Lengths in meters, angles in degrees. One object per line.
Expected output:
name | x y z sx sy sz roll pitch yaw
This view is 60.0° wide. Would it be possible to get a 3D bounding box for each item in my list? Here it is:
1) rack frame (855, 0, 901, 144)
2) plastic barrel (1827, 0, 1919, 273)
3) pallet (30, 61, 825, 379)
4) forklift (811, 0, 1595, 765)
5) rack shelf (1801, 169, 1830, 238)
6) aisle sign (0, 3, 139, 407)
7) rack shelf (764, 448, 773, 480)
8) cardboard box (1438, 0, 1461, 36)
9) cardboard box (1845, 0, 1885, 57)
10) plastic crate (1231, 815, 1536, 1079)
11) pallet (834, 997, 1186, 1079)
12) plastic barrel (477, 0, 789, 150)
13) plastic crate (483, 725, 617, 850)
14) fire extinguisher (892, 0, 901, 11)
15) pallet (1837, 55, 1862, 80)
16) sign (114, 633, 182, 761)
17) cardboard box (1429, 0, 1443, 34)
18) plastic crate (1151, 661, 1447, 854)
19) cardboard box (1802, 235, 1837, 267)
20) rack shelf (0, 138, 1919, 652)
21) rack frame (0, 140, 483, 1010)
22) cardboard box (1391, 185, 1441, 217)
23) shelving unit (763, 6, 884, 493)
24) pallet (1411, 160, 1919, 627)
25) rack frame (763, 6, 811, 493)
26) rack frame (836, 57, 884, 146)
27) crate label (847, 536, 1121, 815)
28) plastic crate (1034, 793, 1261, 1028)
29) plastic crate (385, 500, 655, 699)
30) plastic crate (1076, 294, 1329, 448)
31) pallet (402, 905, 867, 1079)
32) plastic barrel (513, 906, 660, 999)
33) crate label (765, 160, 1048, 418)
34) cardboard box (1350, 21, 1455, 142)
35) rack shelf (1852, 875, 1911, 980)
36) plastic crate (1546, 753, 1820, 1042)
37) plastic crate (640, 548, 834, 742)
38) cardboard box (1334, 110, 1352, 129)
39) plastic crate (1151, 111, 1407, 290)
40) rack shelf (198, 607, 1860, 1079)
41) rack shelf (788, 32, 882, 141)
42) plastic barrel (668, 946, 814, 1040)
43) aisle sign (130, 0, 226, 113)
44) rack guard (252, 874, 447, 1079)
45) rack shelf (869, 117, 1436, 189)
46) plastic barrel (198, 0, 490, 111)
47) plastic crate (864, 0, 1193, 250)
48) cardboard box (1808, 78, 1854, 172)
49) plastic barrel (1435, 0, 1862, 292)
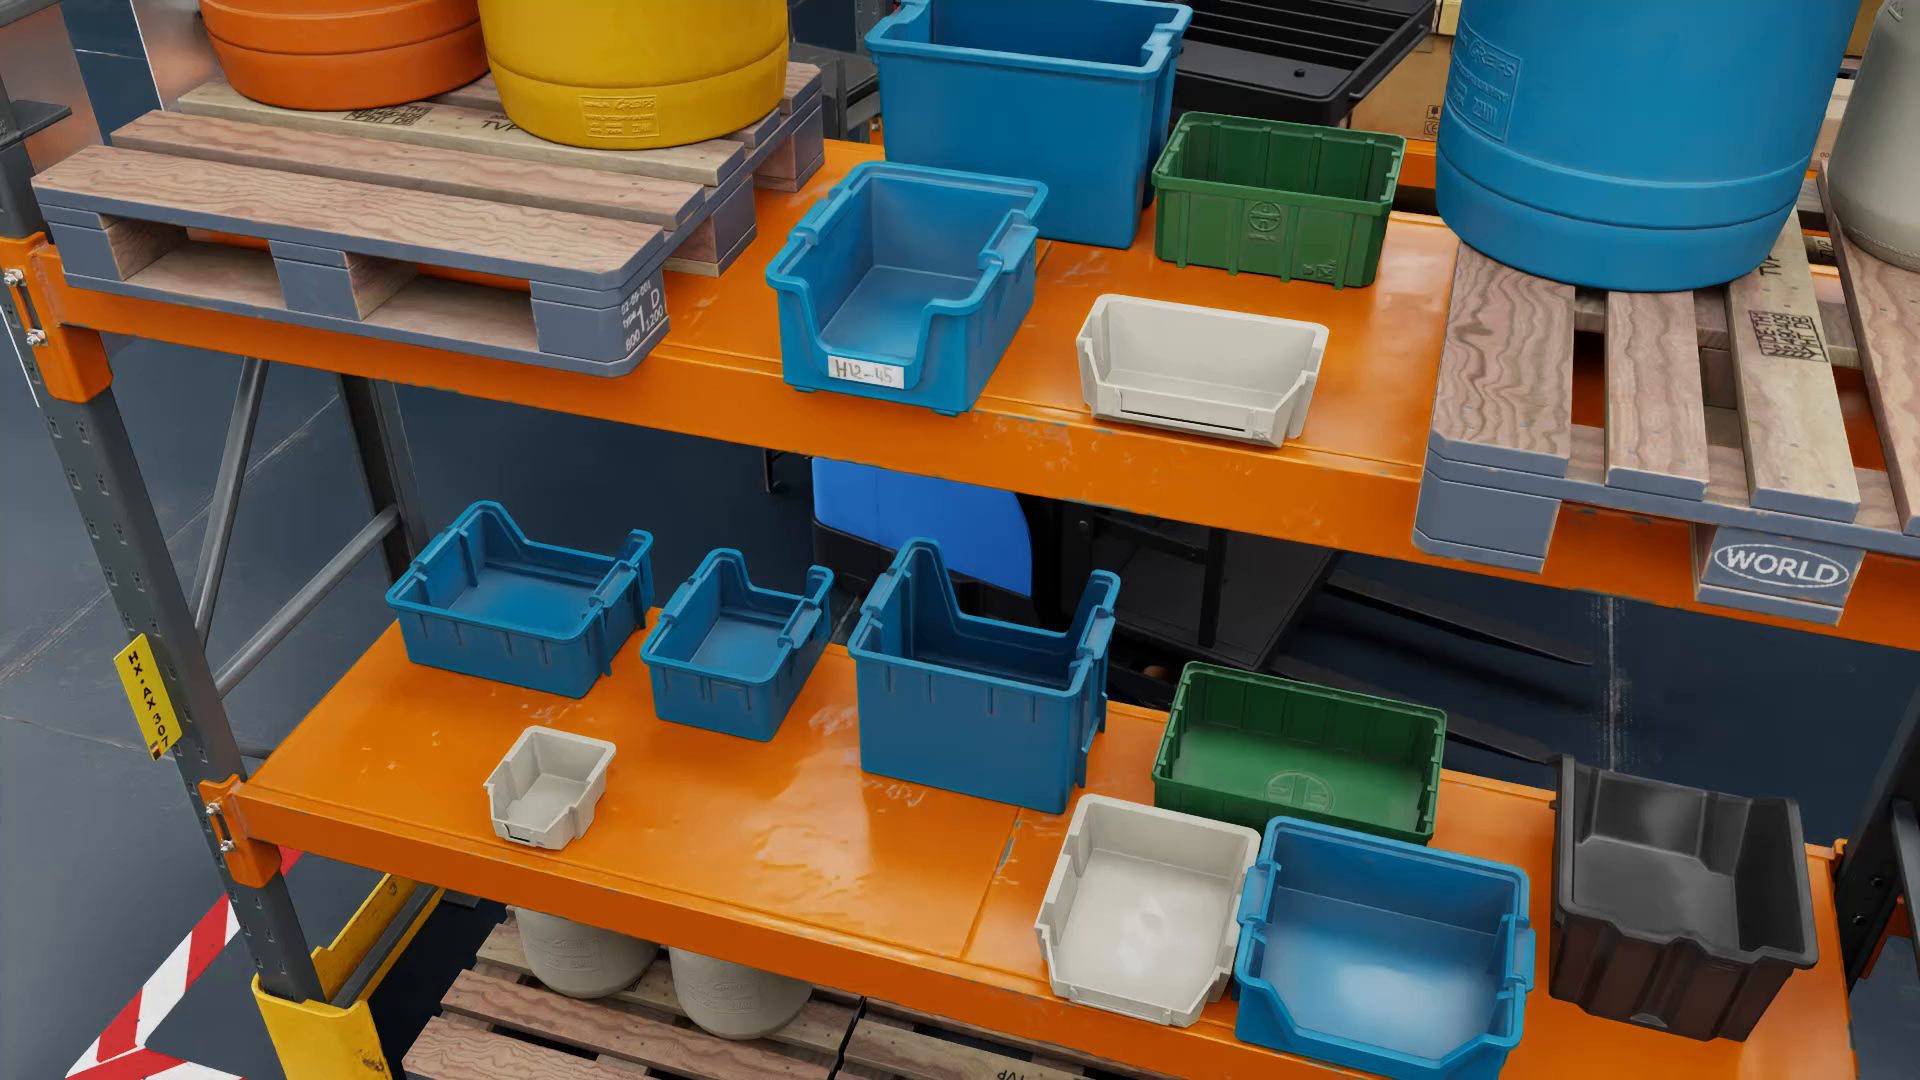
rack frame | -0.289 -2.623 8.284 0.127 3.000 1.000 10 38 14
plastic barrel | 1.696 -0.724 2.724 0.421 0.512 0.421 0 36 0
pallet | -1.009 -0.752 3.370 1.213 0.211 1.003 10 38 14
forklift | 0.921 -0.836 5.914 3.031 2.935 1.130 19 40 24
rack shelf | 5.438 -1.273 7.056 4.000 0.370 1.077 10 38 14
aisle sign | -1.925 -0.715 3.498 0.004 0.787 0.394 10 38 14
rack shelf | -0.560 -0.516 7.384 0.480 0.518 0.431 19 40 24
cardboard box | 2.235 -2.326 7.248 0.250 0.149 0.380 10 38 14
cardboard box | 6.218 -3.707 11.493 0.500 0.500 0.700 10 37 13
plastic crate | 0.911 0.904 3.617 0.616 0.251 0.499 10 38 14
pallet | 0.252 1.652 4.828 1.213 0.211 1.003 10 38 14
plastic barrel | -0.643 -1.145 3.231 0.600 0.588 0.600 0 36 0
plastic crate | -1.011 0.625 4.093 0.250 0.136 0.298 10 38 14
fire extinguisher | -0.263 -2.876 8.692 0.183 0.674 0.296 10 38 14
pallet | 5.746 -3.460 11.773 1.213 0.211 1.003 10 38 14
sign | -1.938 0.378 3.973 0.005 0.325 0.100 10 38 14
cardboard box | 1.994 -2.370 7.308 0.250 0.149 0.380 12 38 15
plastic crate | 0.837 0.571 4.122 0.662 0.188 0.450 10 38 14
cardboard box | 4.001 -1.295 7.971 0.500 0.311 0.500 10 38 14
rack shelf | 0.140 -0.386 3.321 4.000 0.370 1.077 10 38 14
rack frame | -1.769 0.179 4.477 0.127 3.000 1.000 10 38 14
cardboard box | 2.069 -1.420 7.981 0.500 0.500 0.500 10 38 14
shelving unit | -0.560 -1.091 6.961 0.503 2.100 0.431 19 40 24
pallet | 1.331 -0.319 2.781 1.003 0.211 1.213 10 38 14
rack frame | -0.772 -1.163 7.059 0.015 2.100 0.400 19 40 24
rack frame | -0.349 -1.019 6.863 0.015 2.100 0.400 19 40 24
crate label | 0.068 0.337 4.232 0.616 0.435 0.502 10 38 14
plastic crate | 0.423 0.848 3.790 0.437 0.136 0.530 10 38 14
plastic crate | -1.202 0.158 4.631 0.616 0.251 0.499 10 38 14
plastic crate | 0.396 -0.271 2.780 0.396 0.136 0.243 10 38 14
pallet | -0.909 1.435 5.122 1.213 0.211 1.003 10 38 14
plastic barrel | -1.118 1.085 4.990 0.421 0.512 0.421 0 36 0
crate label | -0.081 -0.452 2.928 0.408 0.251 0.502 10 38 14
cardboard box | 2.121 -2.212 7.640 0.500 0.500 0.700 11 38 15
rack shelf | 3.958 1.529 3.249 4.000 0.370 1.077 10 38 14
plastic crate | 1.587 0.746 3.758 0.504 0.338 0.767 10 38 14
plastic crate | -0.584 0.276 4.470 0.408 0.251 0.499 10 38 14
cardboard box | 1.631 -2.302 7.762 0.500 0.500 0.700 12 38 15
plastic crate | 0.624 -0.670 3.278 0.450 0.188 0.336 10 38 14
rack shelf | 0.140 0.822 4.210 4.000 0.370 1.077 10 38 14
rack shelf | -0.560 -1.644 6.554 0.480 0.518 0.431 19 40 24
plastic barrel | -0.640 1.173 4.870 0.421 0.512 0.421 0 36 0
aisle sign | -1.750 -1.049 3.952 0.004 0.787 0.394 10 38 14
rack guard | -1.683 1.172 5.236 0.348 0.500 1.175 10 38 14
rack shelf | 1.620 -1.980 8.017 4.000 0.370 1.077 10 38 14
plastic barrel | -1.268 -1.358 3.317 0.708 0.830 0.600 10 38 14
plastic crate | 0.141 -0.856 3.366 0.575 0.384 0.392 10 38 14
cardboard box | 4.012 -1.794 7.283 0.500 0.250 0.500 13 38 17
plastic barrel | 1.131 -0.930 2.675 0.708 0.901 0.600 10 38 14
